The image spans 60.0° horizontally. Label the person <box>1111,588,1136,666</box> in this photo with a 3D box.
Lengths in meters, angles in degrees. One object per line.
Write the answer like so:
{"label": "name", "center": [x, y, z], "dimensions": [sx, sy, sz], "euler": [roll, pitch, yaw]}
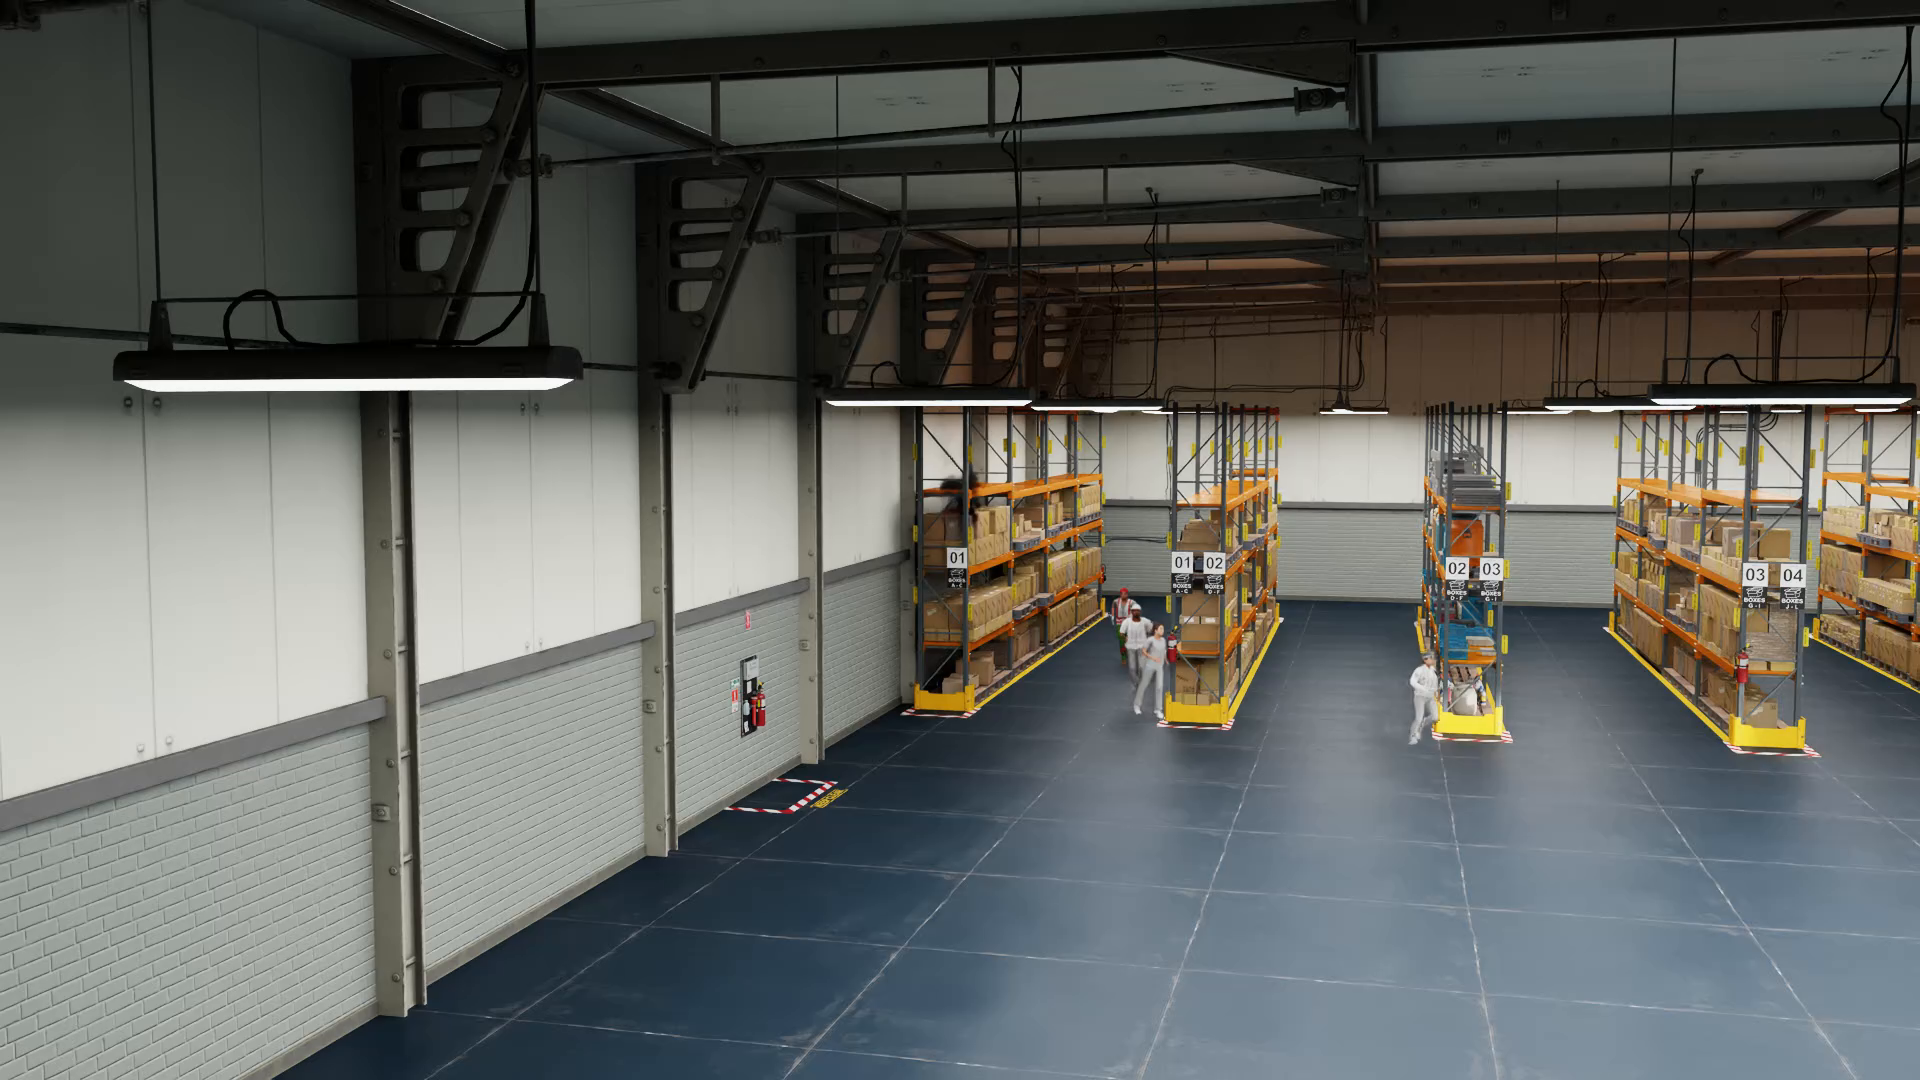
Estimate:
{"label": "person", "center": [3.830, 1.981, 38.597], "dimensions": [0.685, 1.775, 1.044], "euler": [1, 4, 14]}

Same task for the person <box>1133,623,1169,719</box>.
{"label": "person", "center": [3.588, 2.353, 30.359], "dimensions": [0.624, 1.695, 0.807], "euler": [-2, 5, -29]}

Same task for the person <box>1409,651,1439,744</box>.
{"label": "person", "center": [8.193, 2.756, 29.163], "dimensions": [0.712, 1.629, 0.527], "euler": [-2, 5, -24]}

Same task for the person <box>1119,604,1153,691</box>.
{"label": "person", "center": [3.490, 2.157, 32.860], "dimensions": [0.686, 1.782, 0.593], "euler": [0, 4, 7]}
